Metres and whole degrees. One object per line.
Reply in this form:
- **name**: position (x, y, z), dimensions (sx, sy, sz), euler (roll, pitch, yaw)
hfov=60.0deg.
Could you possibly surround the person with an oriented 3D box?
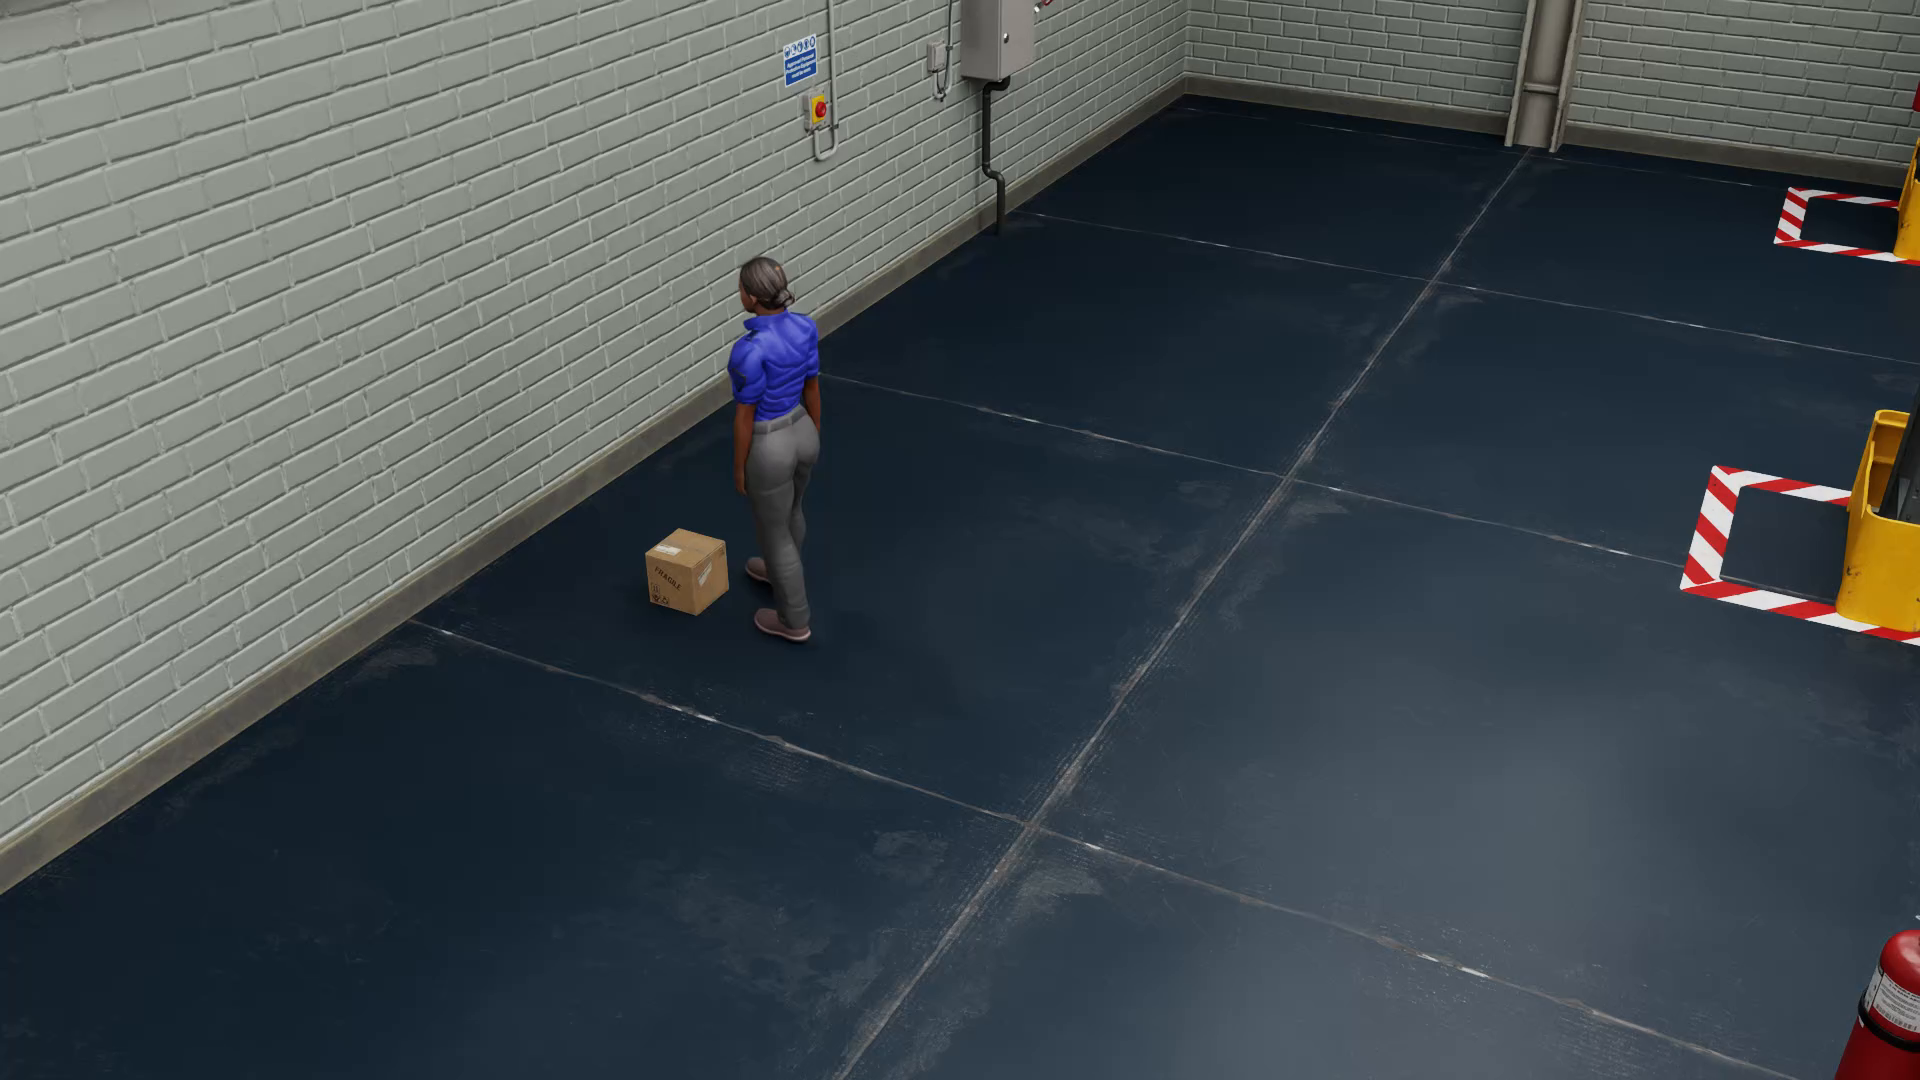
- **person**: position (-0.822, -0.411, 6.821), dimensions (0.585, 1.653, 0.494), euler (19, 35, 29)
